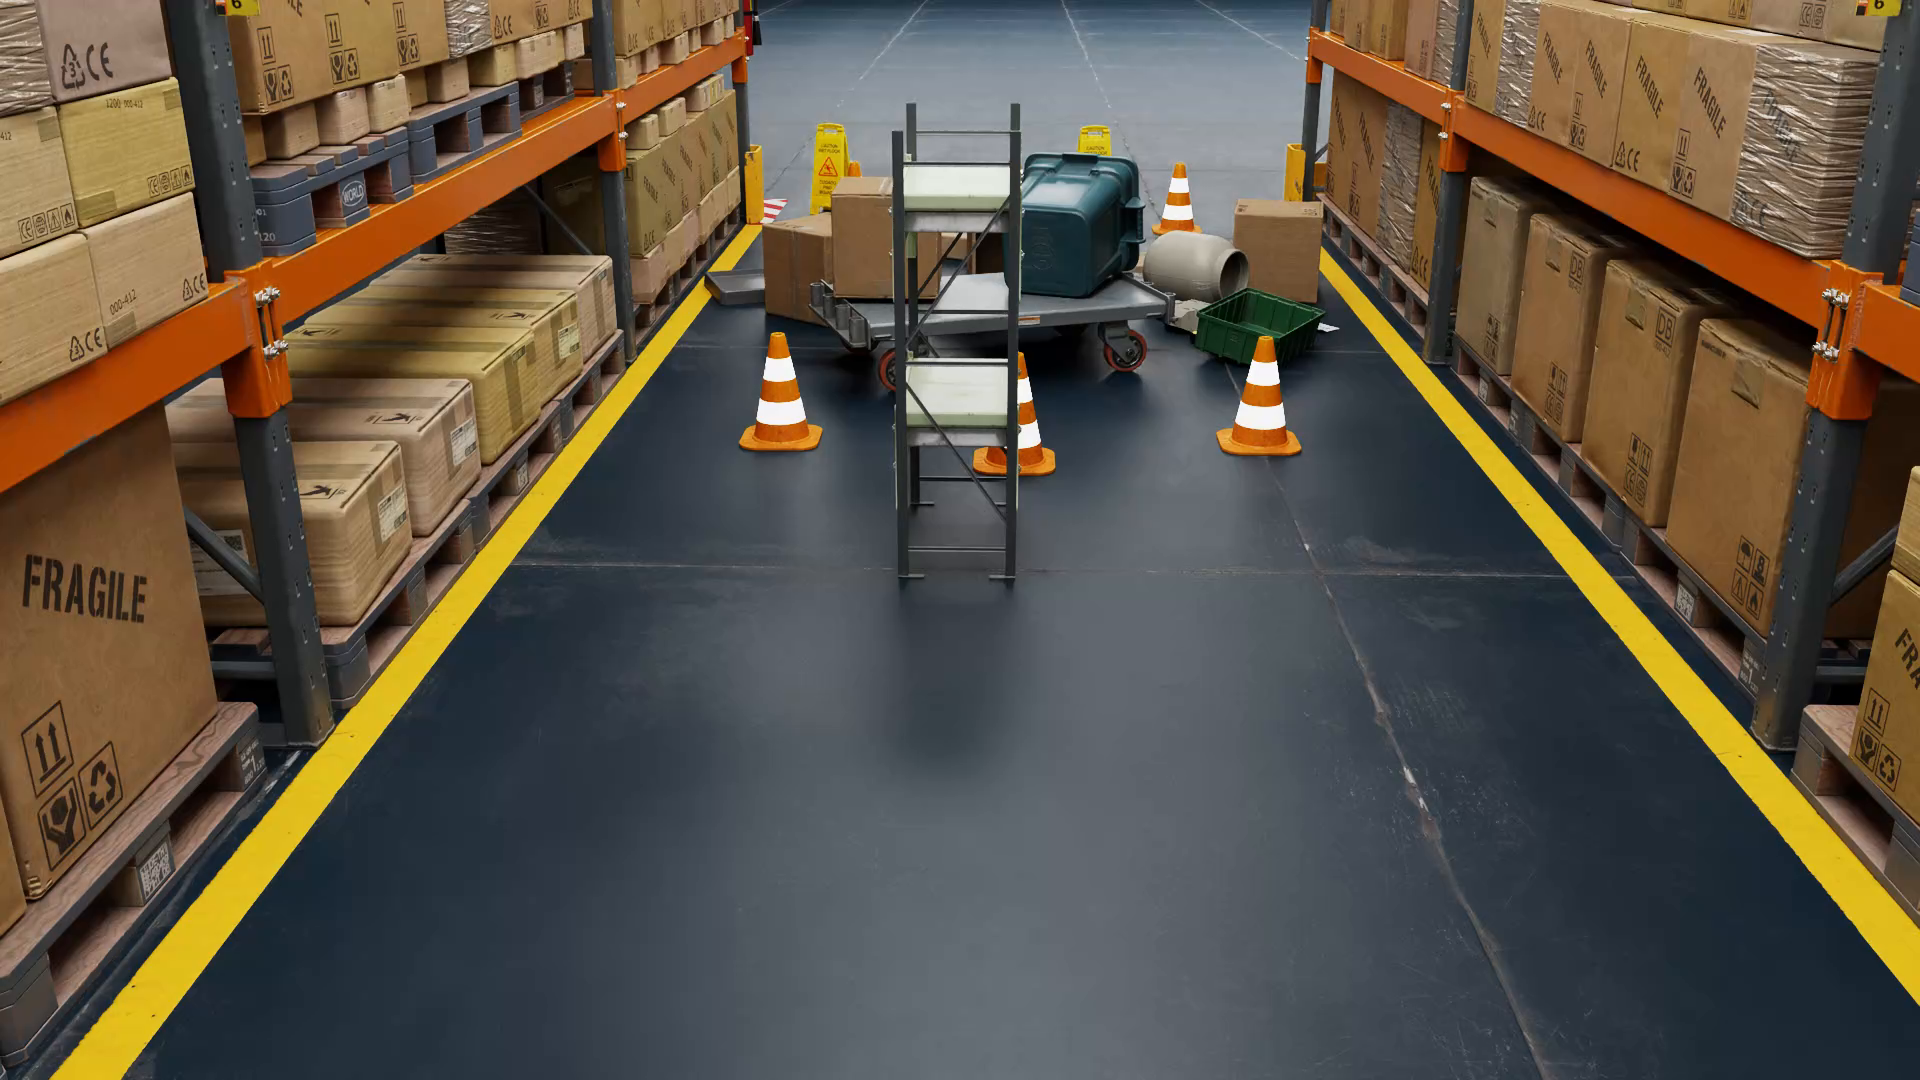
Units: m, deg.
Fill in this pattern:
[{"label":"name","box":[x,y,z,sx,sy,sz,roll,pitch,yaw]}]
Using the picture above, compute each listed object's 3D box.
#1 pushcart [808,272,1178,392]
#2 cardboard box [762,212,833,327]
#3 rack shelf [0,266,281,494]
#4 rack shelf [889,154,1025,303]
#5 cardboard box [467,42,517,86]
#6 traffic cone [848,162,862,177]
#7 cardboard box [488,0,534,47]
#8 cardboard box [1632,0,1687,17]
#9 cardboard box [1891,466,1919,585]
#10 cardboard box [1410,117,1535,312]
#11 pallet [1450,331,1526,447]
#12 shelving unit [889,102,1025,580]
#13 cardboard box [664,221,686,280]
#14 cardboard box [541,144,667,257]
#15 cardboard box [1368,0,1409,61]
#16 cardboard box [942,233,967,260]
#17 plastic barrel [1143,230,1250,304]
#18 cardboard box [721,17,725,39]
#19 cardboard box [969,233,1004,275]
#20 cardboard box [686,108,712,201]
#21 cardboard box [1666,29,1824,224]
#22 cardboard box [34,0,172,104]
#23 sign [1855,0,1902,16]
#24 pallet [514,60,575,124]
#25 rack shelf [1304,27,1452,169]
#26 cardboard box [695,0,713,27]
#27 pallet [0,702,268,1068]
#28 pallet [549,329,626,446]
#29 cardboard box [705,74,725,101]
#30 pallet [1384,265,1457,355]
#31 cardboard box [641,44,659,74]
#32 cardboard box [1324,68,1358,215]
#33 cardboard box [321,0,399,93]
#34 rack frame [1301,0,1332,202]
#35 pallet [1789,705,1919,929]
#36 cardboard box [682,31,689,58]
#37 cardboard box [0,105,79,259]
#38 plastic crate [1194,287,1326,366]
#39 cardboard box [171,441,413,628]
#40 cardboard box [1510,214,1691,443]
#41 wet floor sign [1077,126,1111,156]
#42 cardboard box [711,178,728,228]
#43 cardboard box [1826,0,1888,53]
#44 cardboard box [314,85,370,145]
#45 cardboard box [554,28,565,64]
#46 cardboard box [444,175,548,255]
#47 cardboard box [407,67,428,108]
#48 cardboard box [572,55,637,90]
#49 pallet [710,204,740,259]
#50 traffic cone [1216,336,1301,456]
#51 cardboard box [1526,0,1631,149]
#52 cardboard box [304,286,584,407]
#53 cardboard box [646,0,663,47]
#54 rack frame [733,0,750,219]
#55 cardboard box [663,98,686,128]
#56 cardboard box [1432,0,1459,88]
[{"label":"pushcart","box":[0.151,-1.068,8.259,1.648,0.377,0.936,-7,22,-17]},{"label":"cardboard box","box":[-0.736,-1.505,9.214,0.500,0.500,0.500,18,27,38]},{"label":"rack shelf","box":[-2.312,0.208,2.342,1.077,0.370,4.000,1,21,2]},{"label":"rack shelf","box":[0.000,-1.065,5.623,0.431,0.370,0.720,1,21,2]},{"label":"cardboard box","box":[-1.914,-1.818,6.334,0.380,0.149,0.250,1,21,2]},{"label":"traffic cone","box":[-0.731,-2.391,11.552,0.336,0.463,0.334,1,21,2]},{"label":"cardboard box","box":[-1.949,-2.143,6.275,0.500,0.500,0.500,1,21,3]},{"label":"cardboard box","box":[2.766,-2.061,5.674,0.700,0.500,0.500,0,21,1]},{"label":"cardboard box","box":[2.437,0.034,3.634,0.500,0.250,0.500,0,21,-1]},{"label":"cardboard box","box":[2.911,-1.711,8.649,0.875,0.875,0.875,1,21,2]},{"label":"pallet","box":[2.874,-0.699,7.540,1.003,0.211,1.213,1,21,2]},{"label":"shelving unit","box":[0.000,-0.702,5.764,0.431,1.500,0.755,1,21,2]},{"label":"cardboard box","box":[-1.836,-1.615,9.264,0.500,0.250,0.500,2,21,5]},{"label":"cardboard box","box":[-1.841,-1.771,8.630,0.500,0.500,0.500,2,21,4]},{"label":"cardboard box","box":[2.865,-3.068,9.583,0.875,0.550,0.500,1,21,2]},{"label":"cardboard box","box":[-0.028,-1.918,10.768,0.380,0.149,0.250,13,25,29]},{"label":"plastic barrel","box":[1.323,-1.505,9.323,0.512,0.421,0.421,18,27,38]},{"label":"cardboard box","box":[-1.731,-3.303,10.743,0.380,0.149,0.250,0,21,1]},{"label":"cardboard box","box":[0.449,-1.642,9.377,0.797,0.637,0.503,1,21,2]},{"label":"cardboard box","box":[-1.806,-2.343,10.105,0.500,0.500,0.500,0,21,0]},{"label":"cardboard box","box":[2.462,-1.226,4.903,0.500,0.500,0.500,1,21,2]},{"label":"cardboard box","box":[-2.005,-1.174,3.387,0.500,0.500,0.500,0,21,0]},{"label":"sign","box":[2.145,-1.378,3.832,0.100,0.325,0.005,1,21,2]},{"label":"pallet","box":[-2.298,-1.933,7.129,1.003,0.211,1.213,1,21,2]},{"label":"rack shelf","box":[2.882,-2.667,9.750,1.077,0.370,4.000,1,21,2]},{"label":"cardboard box","box":[-1.787,-3.368,10.012,0.500,0.500,0.500,1,21,1]},{"label":"pallet","box":[-2.350,0.733,3.847,1.003,0.211,1.213,1,21,2]},{"label":"pallet","box":[-2.151,-0.716,7.581,1.003,0.211,1.213,1,21,2]},{"label":"cardboard box","box":[-1.715,-2.883,10.601,0.380,0.149,0.250,1,21,3]},{"label":"pallet","box":[2.923,-1.253,8.967,1.003,0.211,1.213,1,21,2]},{"label":"cardboard box","box":[-1.823,-2.568,8.847,0.380,0.149,0.250,1,21,3]},{"label":"cardboard box","box":[2.989,-2.685,11.158,0.875,0.875,0.875,1,21,2]},{"label":"cardboard box","box":[-1.997,-1.581,4.826,0.500,0.500,0.500,2,21,4]},{"label":"rack frame","box":[2.943,-3.725,11.484,1.000,3.000,0.127,1,21,2]},{"label":"pallet","box":[2.675,0.750,3.805,1.003,0.211,1.213,1,21,2]},{"label":"cardboard box","box":[-1.771,-2.844,9.560,0.380,0.149,0.250,1,21,1]},{"label":"cardboard box","box":[-2.023,-0.651,3.075,0.500,0.250,0.500,0,21,0]},{"label":"plastic crate","box":[1.517,-1.072,8.454,0.450,0.188,0.662,23,29,25]},{"label":"cardboard box","box":[-2.224,-0.026,5.001,0.950,0.372,0.625,-1,21,-2]},{"label":"cardboard box","box":[2.860,-0.852,6.608,1.050,0.750,0.750,1,21,2]},{"label":"wet floor sign","box":[0.965,-2.660,11.993,0.267,0.644,0.232,-3,21,-8]},{"label":"cardboard box","box":[-1.787,-2.175,10.708,0.500,0.250,0.500,1,21,2]},{"label":"cardboard box","box":[2.724,-1.508,4.248,0.700,0.500,0.500,1,21,1]},{"label":"cardboard box","box":[-1.959,-1.245,4.858,0.380,0.149,0.250,-1,21,-2]},{"label":"cardboard box","box":[-1.895,-2.092,7.039,0.380,0.149,0.250,0,21,0]},{"label":"cardboard box","box":[-2.379,-1.778,8.647,0.500,0.500,0.500,0,21,1]},{"label":"cardboard box","box":[-2.031,-1.535,5.605,0.380,0.149,0.250,1,21,4]},{"label":"cardboard box","box":[-1.799,-2.290,8.132,0.380,0.149,0.250,1,21,1]},{"label":"pallet","box":[-2.070,-2.123,11.208,1.003,0.211,1.213,1,21,2]},{"label":"traffic cone","box":[1.272,-0.628,7.008,0.336,0.463,0.334,1,21,2]},{"label":"cardboard box","box":[2.504,-1.775,6.320,0.500,0.500,0.500,1,21,1]},{"label":"cardboard box","box":[-2.161,-0.818,7.043,0.950,0.372,0.625,2,21,5]},{"label":"cardboard box","box":[-1.845,-2.820,8.601,0.500,0.500,0.500,1,21,1]},{"label":"rack frame","box":[-2.007,-3.743,11.530,1.000,3.000,0.127,1,21,2]},{"label":"cardboard box","box":[-1.758,-2.401,9.358,0.380,0.149,0.250,2,21,5]},{"label":"cardboard box","box":[2.821,-2.483,8.073,0.875,0.550,0.550,1,21,2]}]
